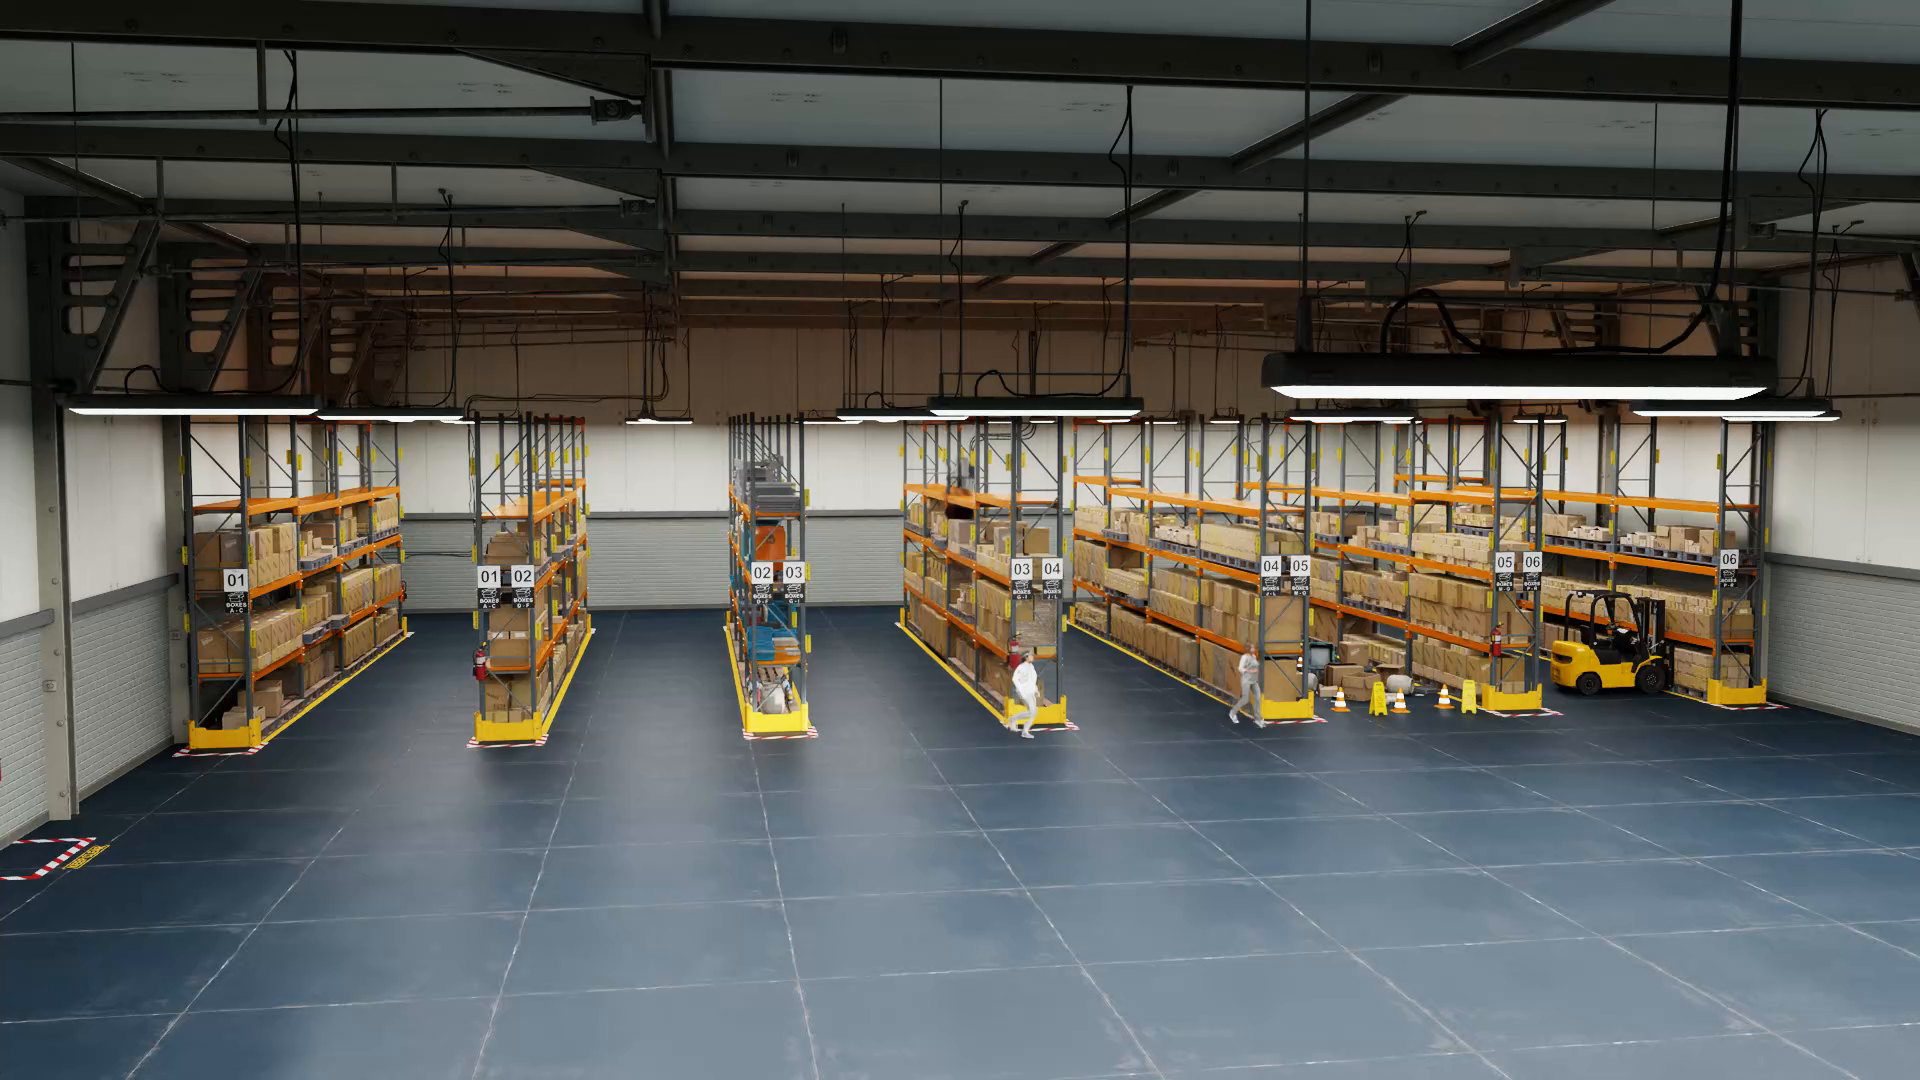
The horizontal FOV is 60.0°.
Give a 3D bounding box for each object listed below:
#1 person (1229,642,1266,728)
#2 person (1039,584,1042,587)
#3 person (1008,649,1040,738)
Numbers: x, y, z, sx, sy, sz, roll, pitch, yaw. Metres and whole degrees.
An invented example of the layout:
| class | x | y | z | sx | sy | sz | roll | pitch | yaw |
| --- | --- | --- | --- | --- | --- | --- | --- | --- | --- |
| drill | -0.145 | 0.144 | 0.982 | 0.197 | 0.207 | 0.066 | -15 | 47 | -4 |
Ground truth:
| class | x | y | z | sx | sy | sz | roll | pitch | yaw |
| --- | --- | --- | --- | --- | --- | --- | --- | --- | --- |
| person | 5.509 | 2.752 | 31.776 | 0.544 | 1.619 | 0.775 | -3 | 5 | -42 |
| person | 2.650 | 1.538 | 48.994 | 0.764 | 1.743 | 0.727 | 3 | 5 | 41 |
| person | 1.232 | 2.818 | 30.774 | 0.533 | 1.621 | 0.651 | 2 | 4 | 29 |
